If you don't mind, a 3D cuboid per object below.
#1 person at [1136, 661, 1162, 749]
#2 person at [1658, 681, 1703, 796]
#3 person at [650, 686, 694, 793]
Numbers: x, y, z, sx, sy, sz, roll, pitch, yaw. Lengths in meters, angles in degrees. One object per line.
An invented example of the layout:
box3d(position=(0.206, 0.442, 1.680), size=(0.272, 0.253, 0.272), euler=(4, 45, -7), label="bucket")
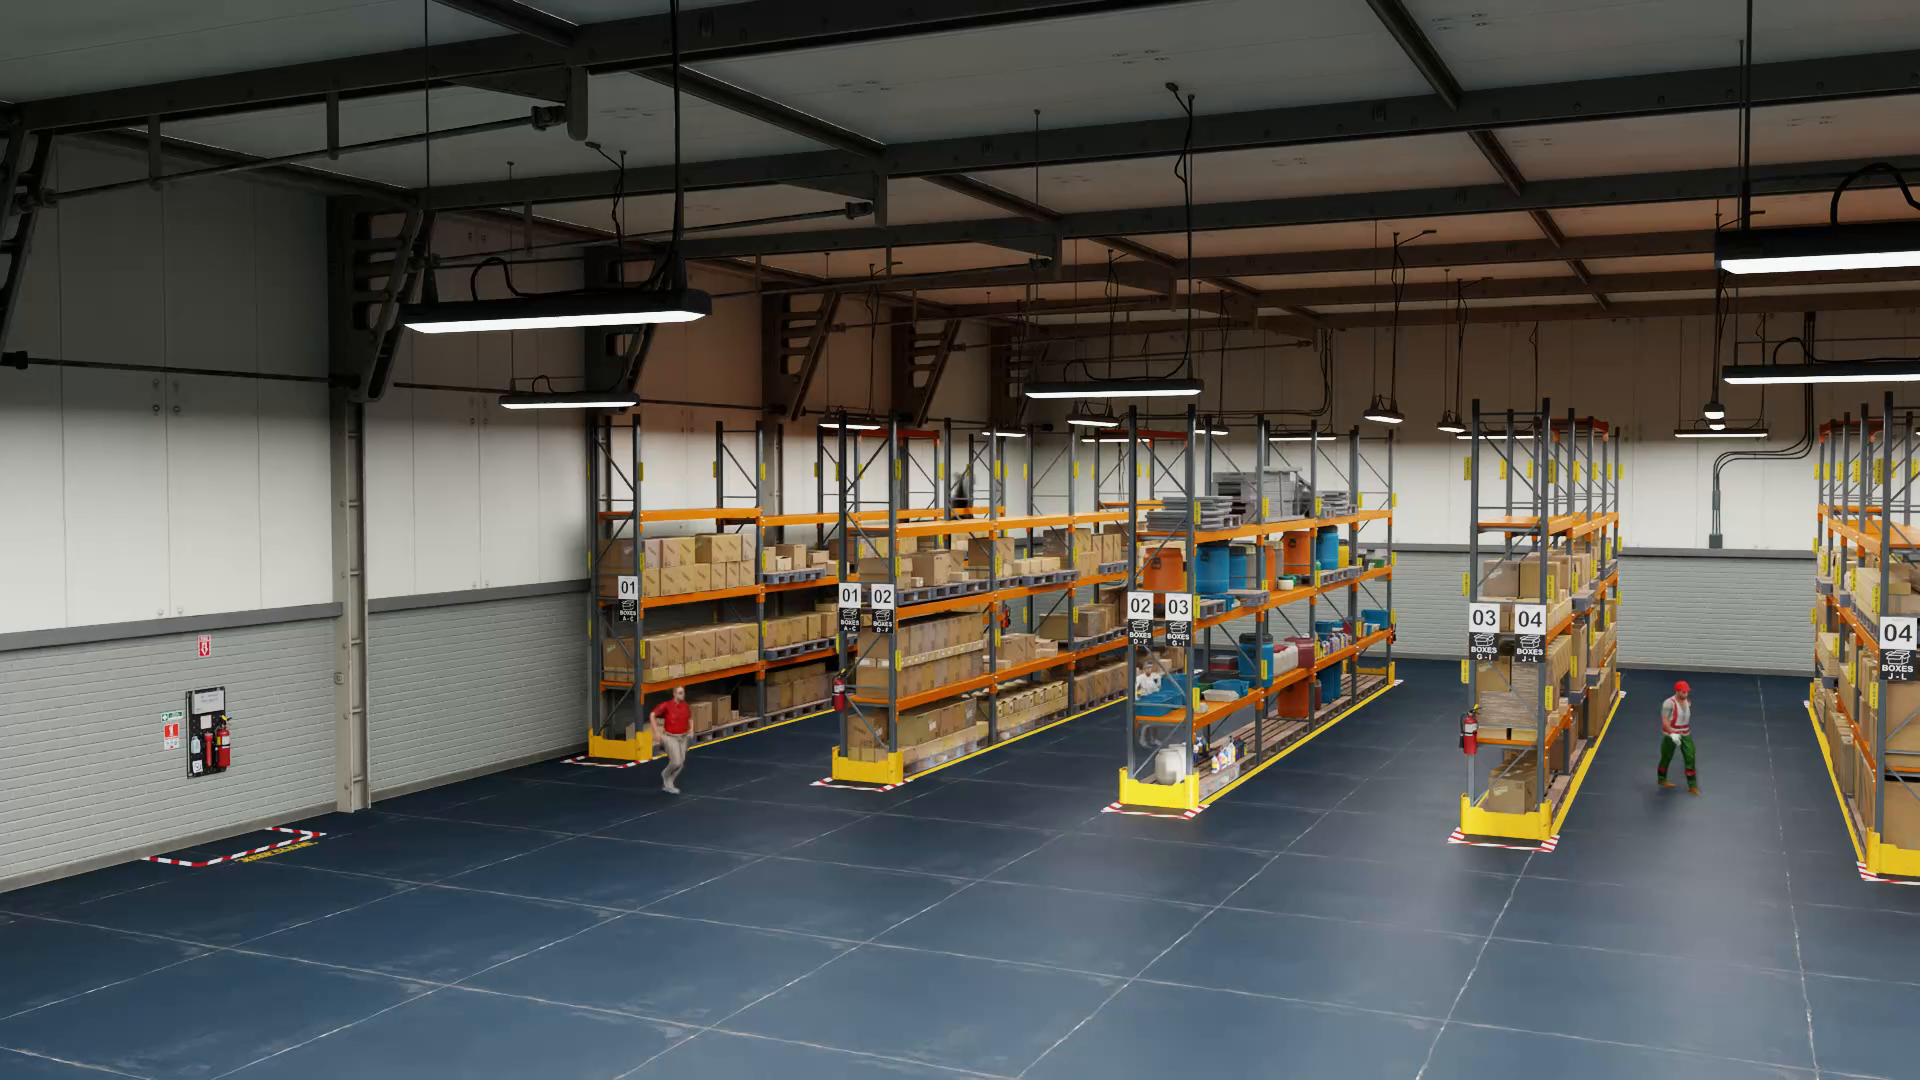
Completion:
box3d(position=(3.457, 2.987, 30.196), size=(0.626, 1.629, 0.753), euler=(-1, 2, -18), label="person")
box3d(position=(11.190, 3.084, 26.005), size=(0.574, 1.807, 0.830), euler=(0, 2, -5), label="person")
box3d(position=(-4.442, 3.102, 25.785), size=(0.566, 1.682, 0.748), euler=(2, 3, 45), label="person")
